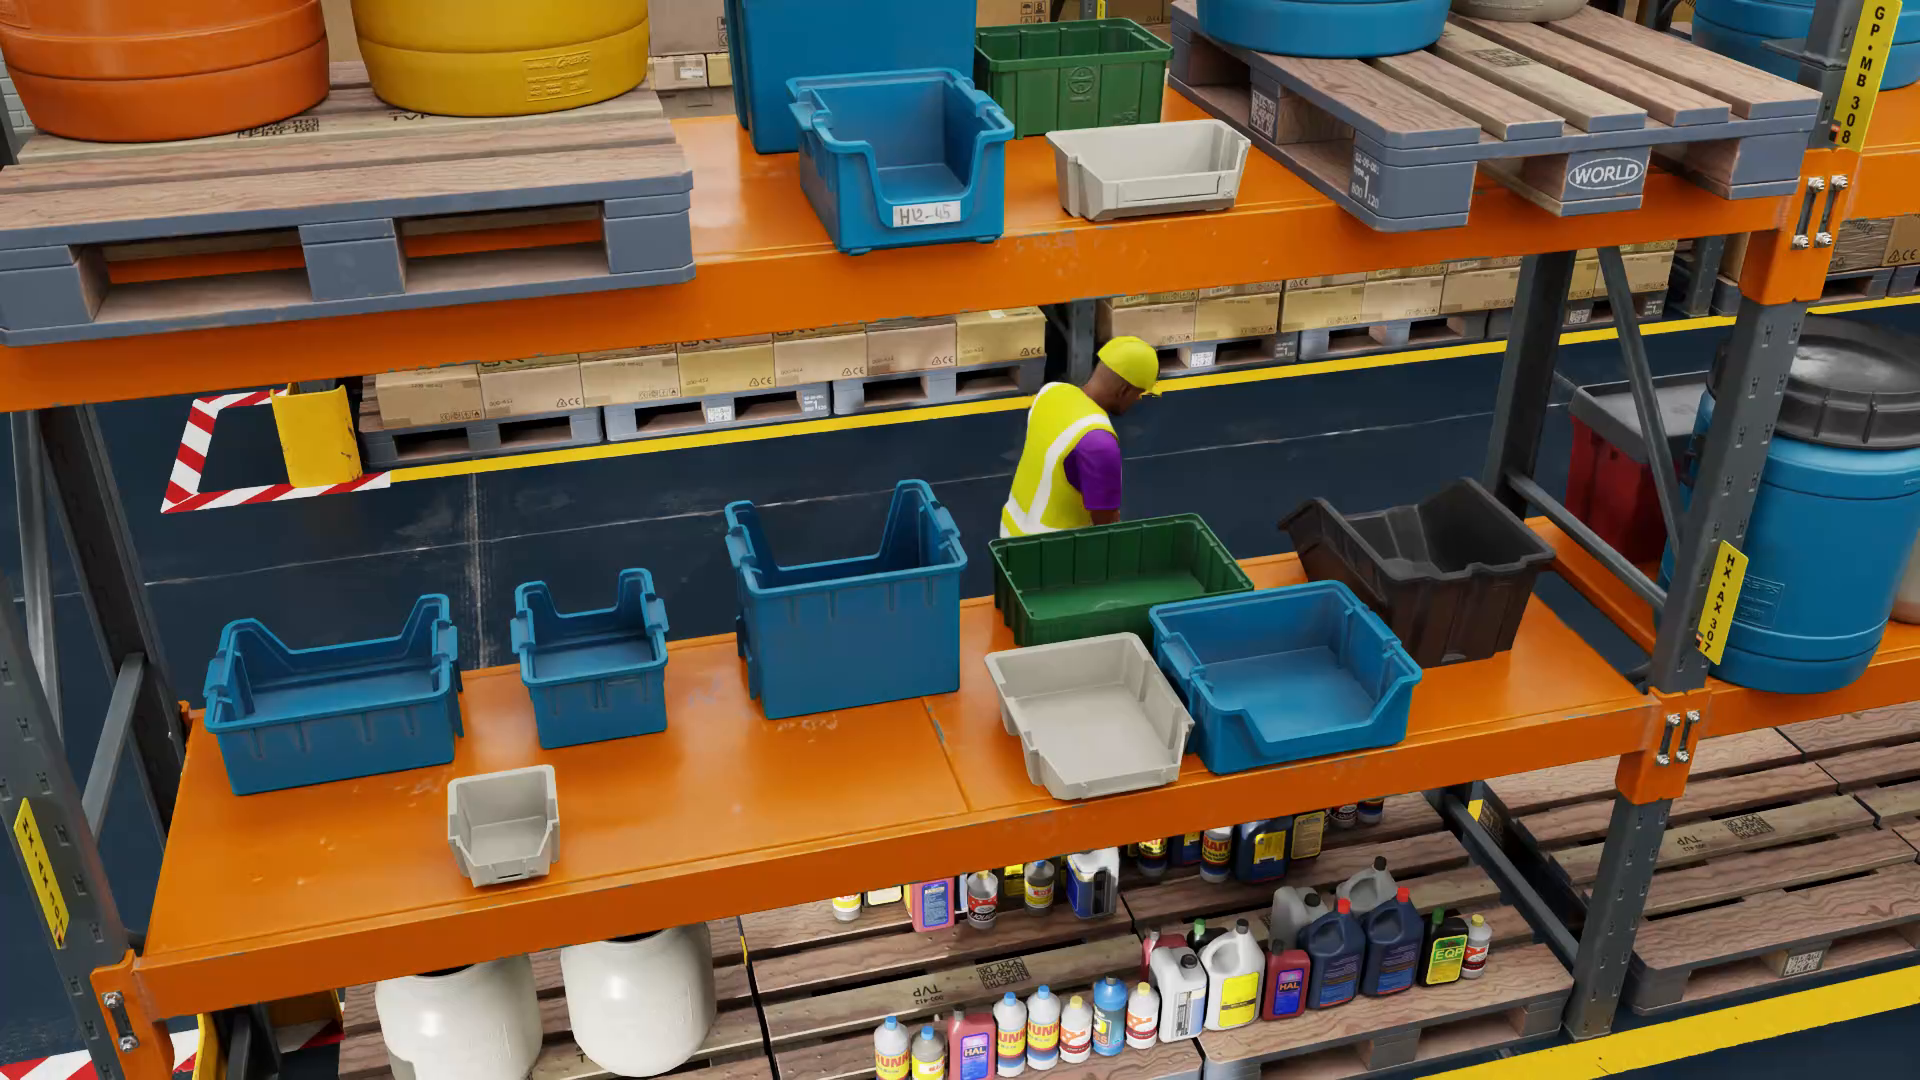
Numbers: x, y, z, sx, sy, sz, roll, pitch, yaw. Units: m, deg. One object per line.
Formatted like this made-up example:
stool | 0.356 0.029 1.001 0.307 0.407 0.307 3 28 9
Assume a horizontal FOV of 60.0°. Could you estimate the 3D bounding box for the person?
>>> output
person | 0.440 0.014 6.222 0.577 1.628 0.613 -7 31 -12
